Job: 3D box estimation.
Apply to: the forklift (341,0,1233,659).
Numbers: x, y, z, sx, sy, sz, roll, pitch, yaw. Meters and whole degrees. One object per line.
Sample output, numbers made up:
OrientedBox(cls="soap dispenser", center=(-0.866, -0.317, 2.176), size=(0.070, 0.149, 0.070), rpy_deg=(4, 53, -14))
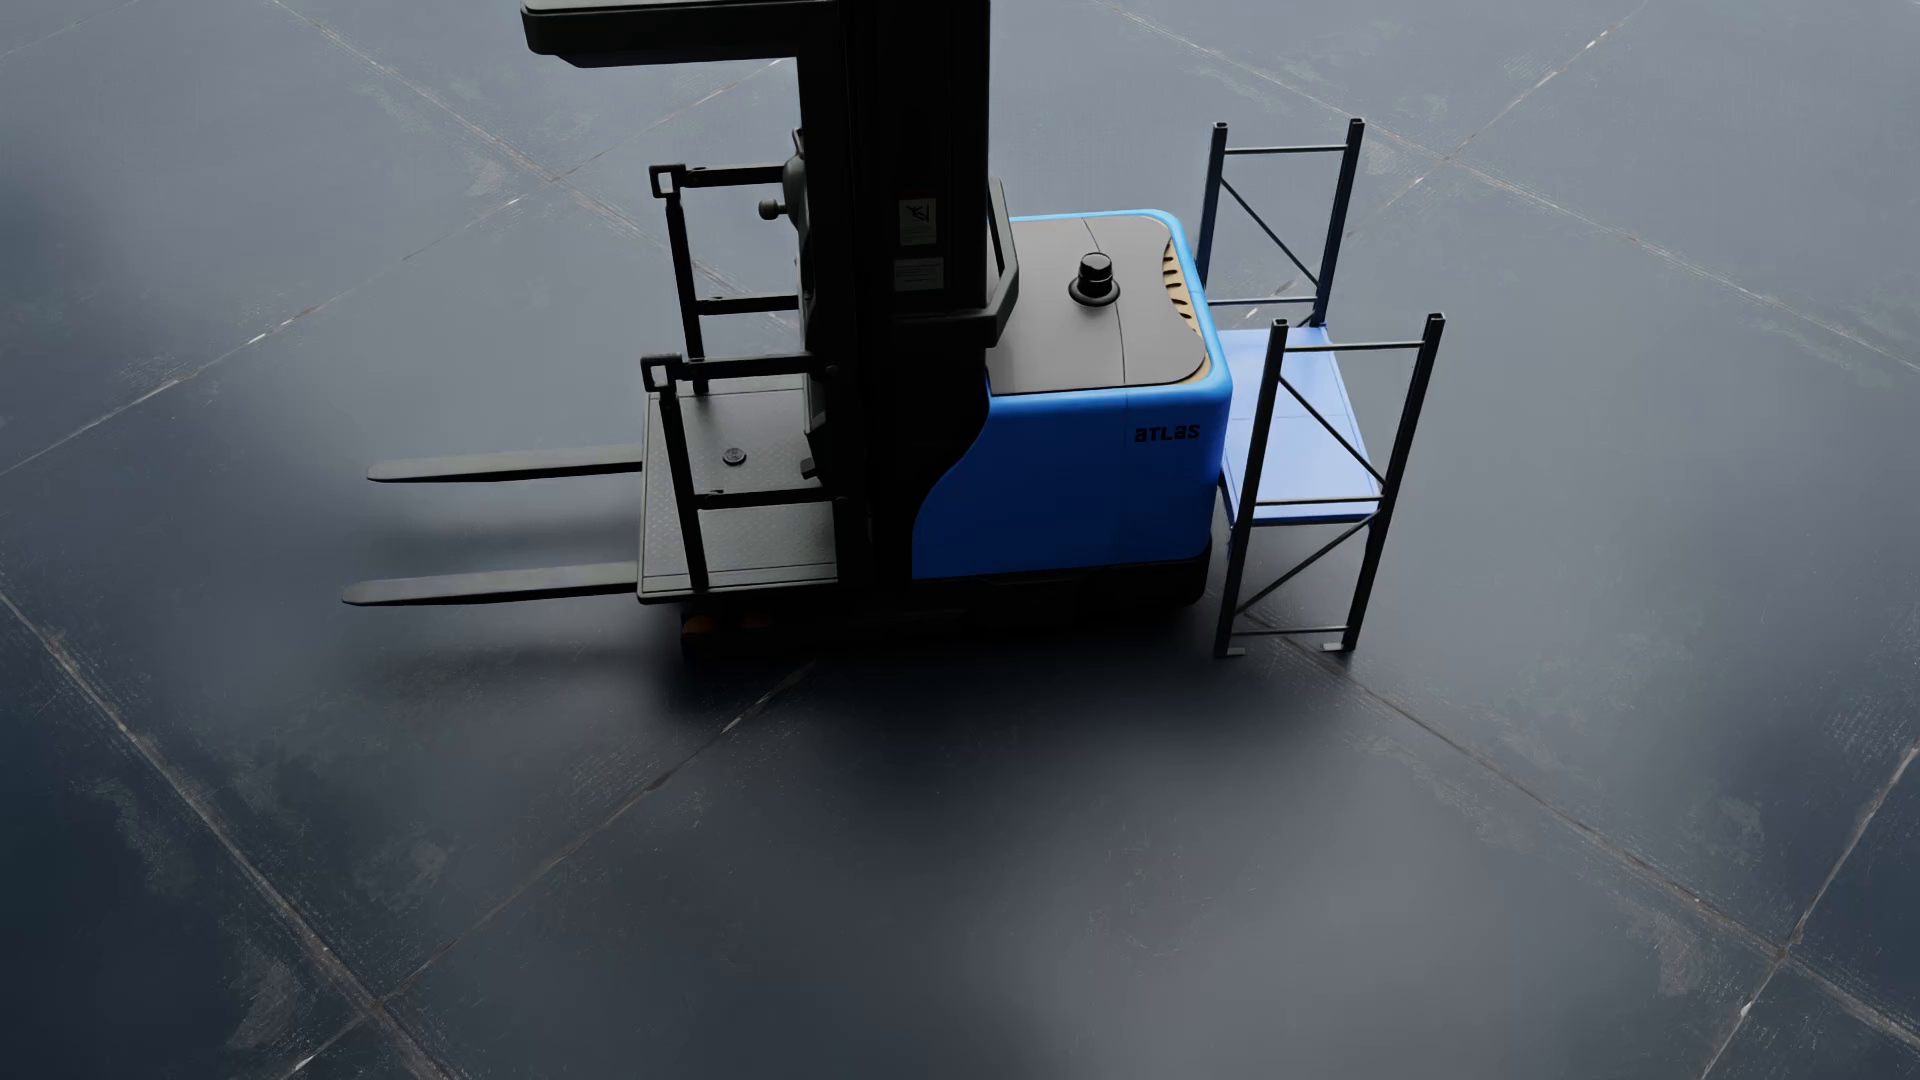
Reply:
OrientedBox(cls="forklift", center=(-0.666, -0.991, 5.170), size=(3.031, 2.935, 1.130), rpy_deg=(-4, 47, -4))

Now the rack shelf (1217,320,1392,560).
OrientedBox(cls="rack shelf", center=(1.117, -0.371, 5.815), size=(0.538, 0.185, 1.000), rpy_deg=(-2, 47, -3))

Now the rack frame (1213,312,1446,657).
OrientedBox(cls="rack frame", center=(1.148, -0.124, 5.337), size=(0.500, 1.500, 0.032), rpy_deg=(-2, 47, -3))

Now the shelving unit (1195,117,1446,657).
OrientedBox(cls="shelving unit", center=(1.117, -0.494, 5.684), size=(0.538, 1.500, 1.048), rpy_deg=(-2, 47, -3))

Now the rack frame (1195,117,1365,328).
OrientedBox(cls="rack frame", center=(1.086, -0.864, 6.031), size=(0.500, 1.500, 0.032), rpy_deg=(-2, 47, -3))
